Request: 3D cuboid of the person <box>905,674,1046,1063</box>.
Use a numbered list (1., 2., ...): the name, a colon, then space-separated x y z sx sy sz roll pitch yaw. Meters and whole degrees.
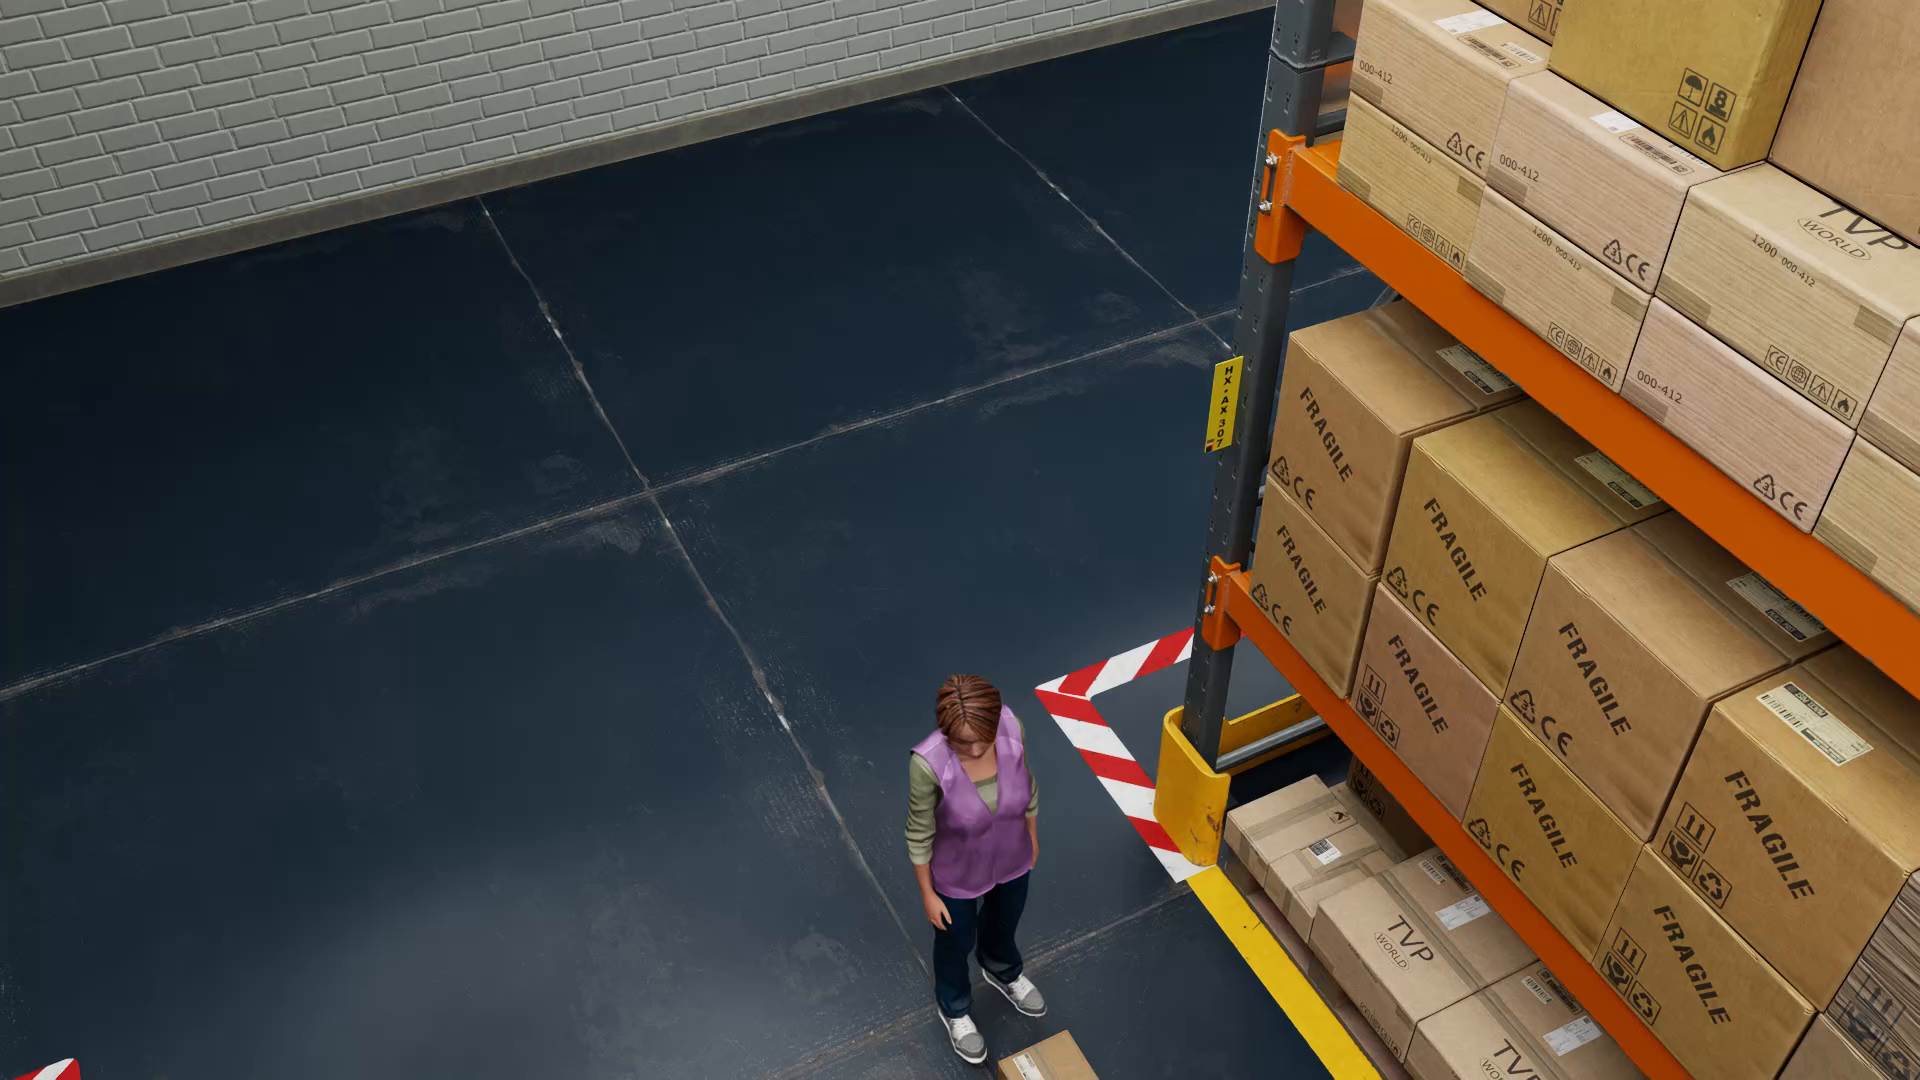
1. person: 0.058 1.007 5.056 0.447 1.616 0.348 -21 46 -22
